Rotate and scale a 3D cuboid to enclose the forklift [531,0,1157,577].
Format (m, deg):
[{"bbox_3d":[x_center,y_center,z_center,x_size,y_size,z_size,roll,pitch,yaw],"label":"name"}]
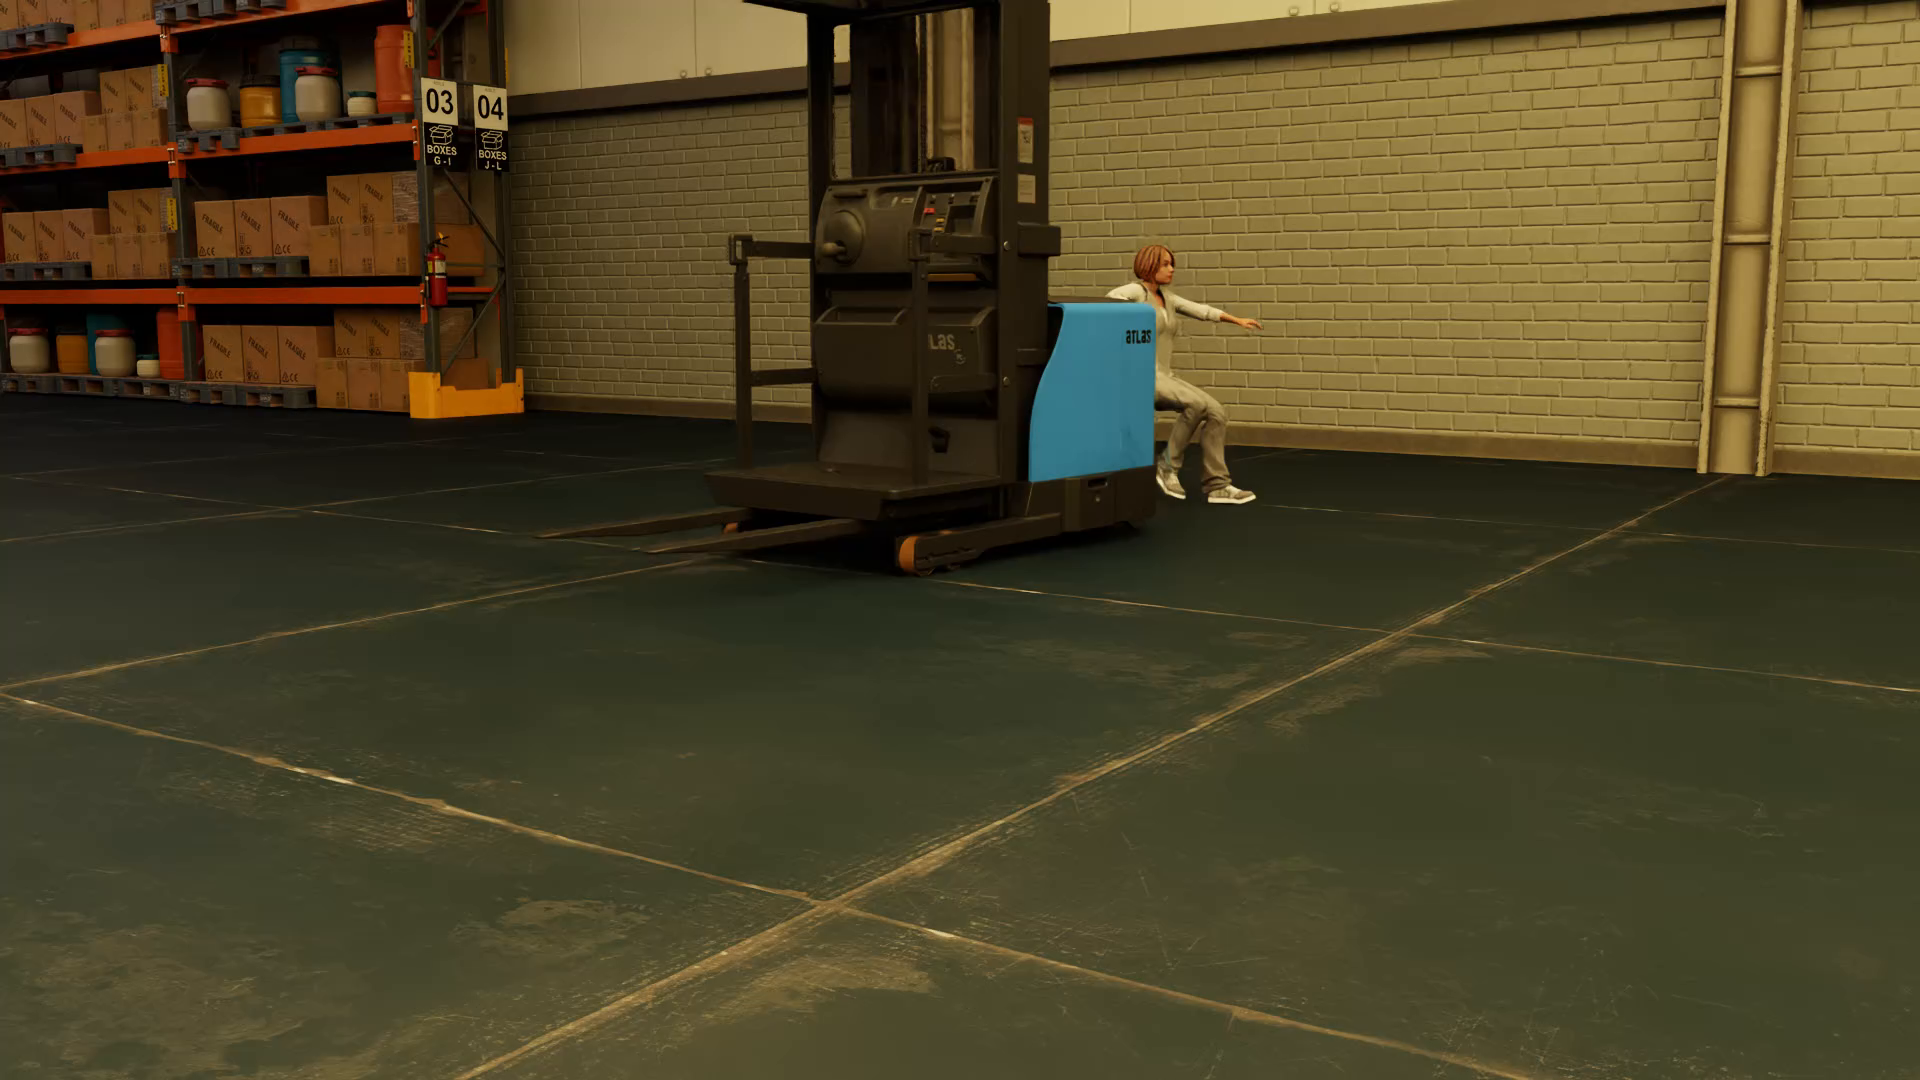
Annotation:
[{"bbox_3d":[-0.377,-1.383,6.921,1.130,2.935,3.031,6,10,38],"label":"forklift"}]

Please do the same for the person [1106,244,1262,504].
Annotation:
[{"bbox_3d":[1.186,-0.880,8.834,0.745,1.377,0.938,6,10,34],"label":"person"}]
